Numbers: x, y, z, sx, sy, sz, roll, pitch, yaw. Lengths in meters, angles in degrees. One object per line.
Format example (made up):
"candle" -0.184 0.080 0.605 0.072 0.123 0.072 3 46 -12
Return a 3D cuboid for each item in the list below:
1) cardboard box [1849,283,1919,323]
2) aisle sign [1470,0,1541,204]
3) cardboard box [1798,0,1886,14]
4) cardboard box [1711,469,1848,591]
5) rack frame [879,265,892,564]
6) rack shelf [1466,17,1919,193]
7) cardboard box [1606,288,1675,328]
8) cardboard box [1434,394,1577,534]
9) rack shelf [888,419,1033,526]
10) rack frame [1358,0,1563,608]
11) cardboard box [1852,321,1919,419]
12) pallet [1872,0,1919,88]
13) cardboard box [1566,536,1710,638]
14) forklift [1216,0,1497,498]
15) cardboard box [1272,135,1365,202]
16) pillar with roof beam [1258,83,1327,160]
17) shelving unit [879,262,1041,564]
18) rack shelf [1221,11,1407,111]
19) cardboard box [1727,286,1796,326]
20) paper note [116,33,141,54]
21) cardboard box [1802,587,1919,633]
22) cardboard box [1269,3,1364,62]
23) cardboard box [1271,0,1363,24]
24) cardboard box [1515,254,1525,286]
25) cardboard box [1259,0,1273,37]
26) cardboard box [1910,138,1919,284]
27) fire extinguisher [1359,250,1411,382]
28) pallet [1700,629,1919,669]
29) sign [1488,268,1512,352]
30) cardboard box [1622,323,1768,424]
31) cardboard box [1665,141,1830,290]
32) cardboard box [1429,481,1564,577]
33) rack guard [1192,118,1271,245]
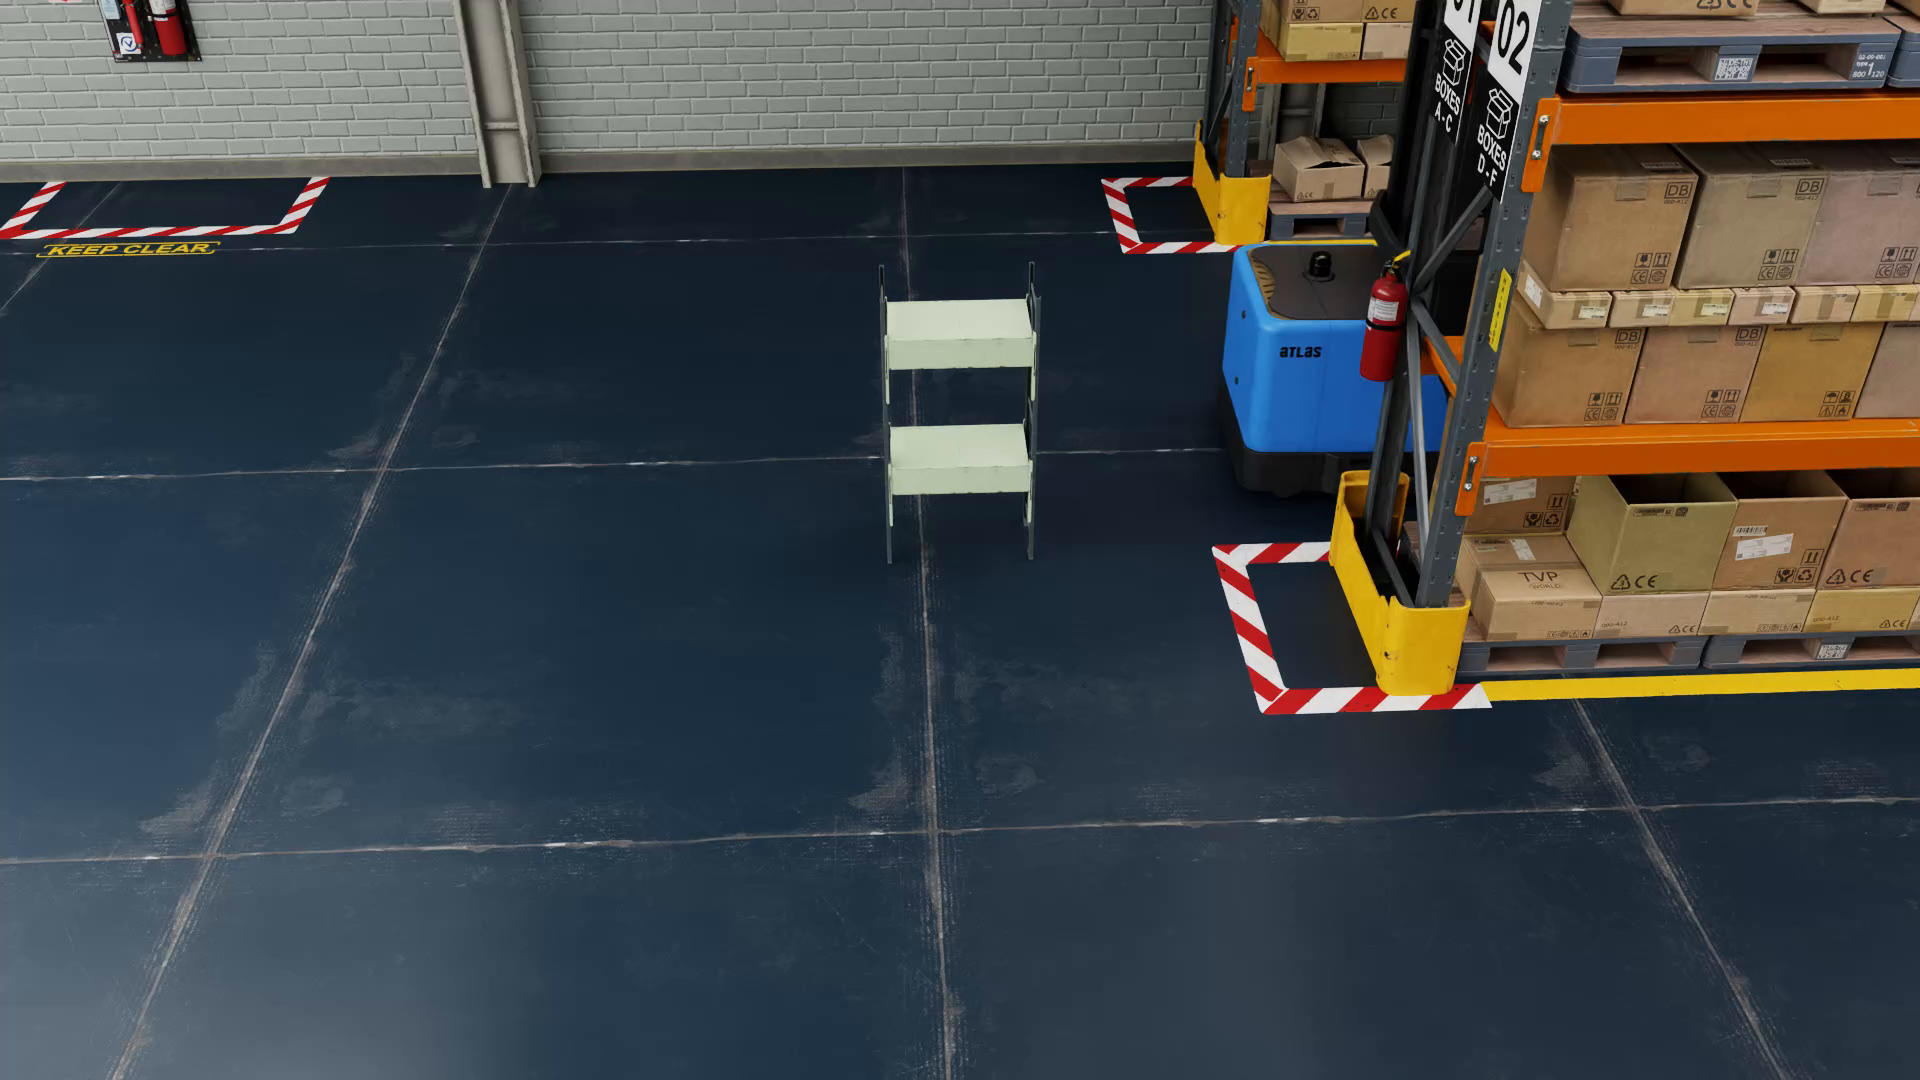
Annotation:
"cardboard box" 3.824 -1.075 7.046 0.250 0.149 0.380 -2 35 -3
"aisle sign" 2.084 -1.736 6.375 0.004 0.787 0.394 -2 35 -2
"cardboard box" 3.319 -2.135 6.329 0.250 0.149 0.380 -2 35 -2
"cardboard box" 3.680 -0.117 7.708 0.500 0.500 0.500 -2 35 -2
"rack frame" -0.372 -0.607 8.345 0.023 1.500 0.400 -2 35 -2
"rack shelf" 4.133 -1.835 6.798 4.000 0.370 1.077 -2 35 -2
"cardboard box" 2.801 -1.048 7.007 0.250 0.149 0.380 -2 35 -3
"cardboard box" 2.657 -0.377 8.084 0.500 0.500 0.500 -2 35 -2
"rack shelf" -0.007 -0.348 8.545 0.720 0.370 0.431 -2 35 -2
"rack frame" 2.135 -0.843 7.369 0.127 3.000 1.000 -2 35 -2
"cardboard box" 4.149 -0.933 7.411 0.500 0.500 0.700 -1 35 -1
"pallet" 4.064 -2.079 6.597 1.213 0.211 1.003 -2 35 -2
"cardboard box" 3.181 0.211 7.893 0.500 0.250 0.500 -2 35 -2
"forklift" 3.034 -1.719 8.694 3.031 2.935 1.130 0 35 -1
"cardboard box" 2.593 -2.702 12.031 0.500 0.311 0.500 -5 35 -8
"pillar with roof beam" 2.759 -4.189 6.932 0.400 9.000 9.100 -2 35 -2
"shelving unit" -0.007 -0.617 8.359 0.755 1.500 0.431 -2 35 -2
"rack shelf" 3.895 -3.417 11.720 4.000 0.370 1.077 -2 35 -2
"cardboard box" 3.303 -1.060 7.023 0.250 0.149 0.380 -2 35 -3
"paper note" -6.088 -3.635 12.177 0.142 0.148 0.016 -2 35 -2
"cardboard box" 4.180 0.187 7.927 0.500 0.250 0.500 -2 35 -2
"cardboard box" 2.400 -3.438 11.233 0.500 0.250 0.500 -3 35 -4
"cardboard box" 2.388 -3.756 11.033 0.500 0.500 0.500 -1 35 -2
"cardboard box" 2.508 -1.270 7.327 0.250 0.149 0.380 -2 35 -3
"cardboard box" 2.355 -3.728 11.652 0.500 0.250 0.500 -1 35 -2
"cardboard box" 4.184 -1.470 7.046 0.500 0.500 0.700 -2 35 -2
"fire extinguisher" 1.995 -1.072 7.768 0.183 0.674 0.296 -2 35 -2
"pallet" 4.113 0.228 8.272 1.213 0.211 1.003 -2 35 -2
"sign" 2.156 -0.916 6.644 0.005 0.325 0.100 -2 35 -2
"cardboard box" 3.127 -0.907 7.373 0.500 0.500 0.700 -1 35 -1
"cardboard box" 3.180 -1.442 7.006 0.500 0.500 0.700 -2 35 -3
"cardboard box" 2.657 -0.068 8.296 0.500 0.250 0.500 -2 35 -2
"rack guard" 1.973 -2.633 12.152 0.348 0.500 1.175 -2 35 -2
